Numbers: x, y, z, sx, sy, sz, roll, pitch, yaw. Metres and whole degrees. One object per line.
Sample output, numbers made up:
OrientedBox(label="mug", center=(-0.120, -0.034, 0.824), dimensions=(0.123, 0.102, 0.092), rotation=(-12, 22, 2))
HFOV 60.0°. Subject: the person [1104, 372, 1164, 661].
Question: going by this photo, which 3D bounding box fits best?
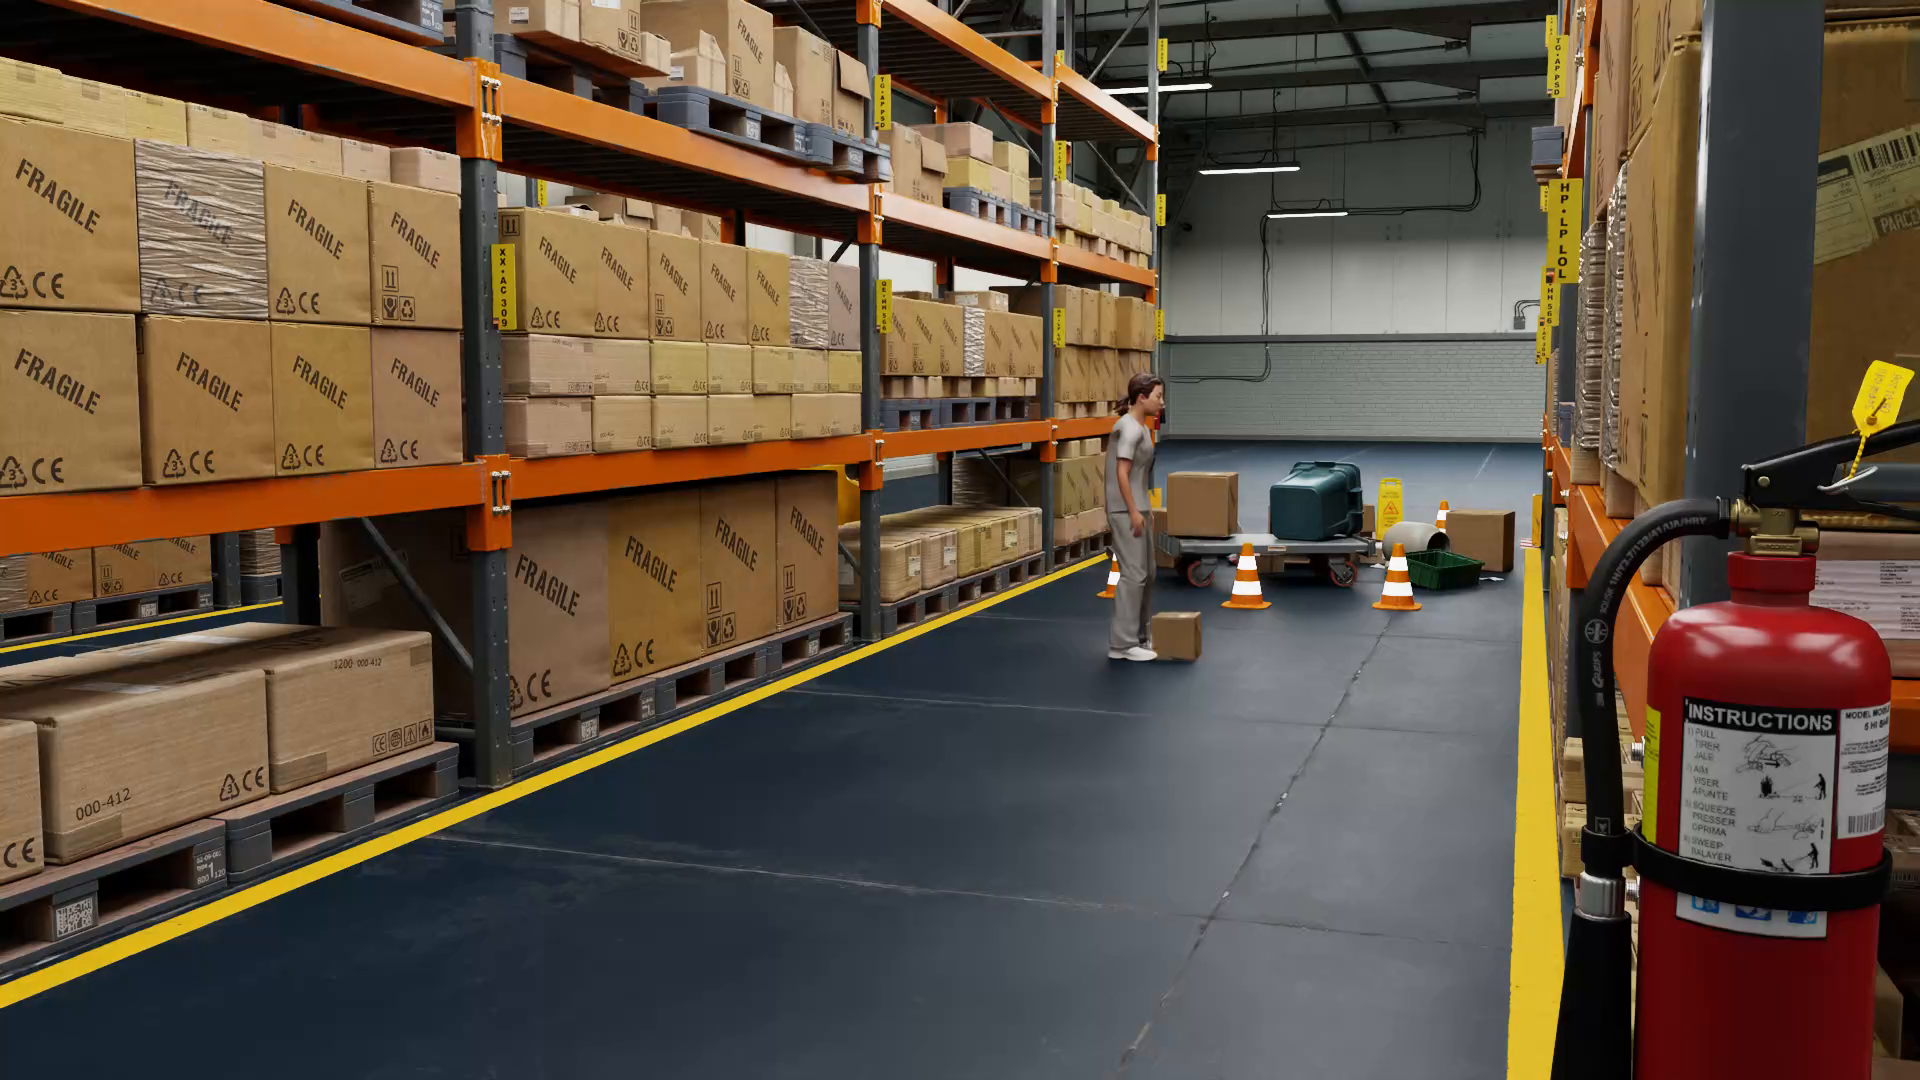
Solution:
OrientedBox(label="person", center=(1.033, -0.147, 9.795), dimensions=(0.358, 1.673, 0.488), rotation=(2, 6, 17))
